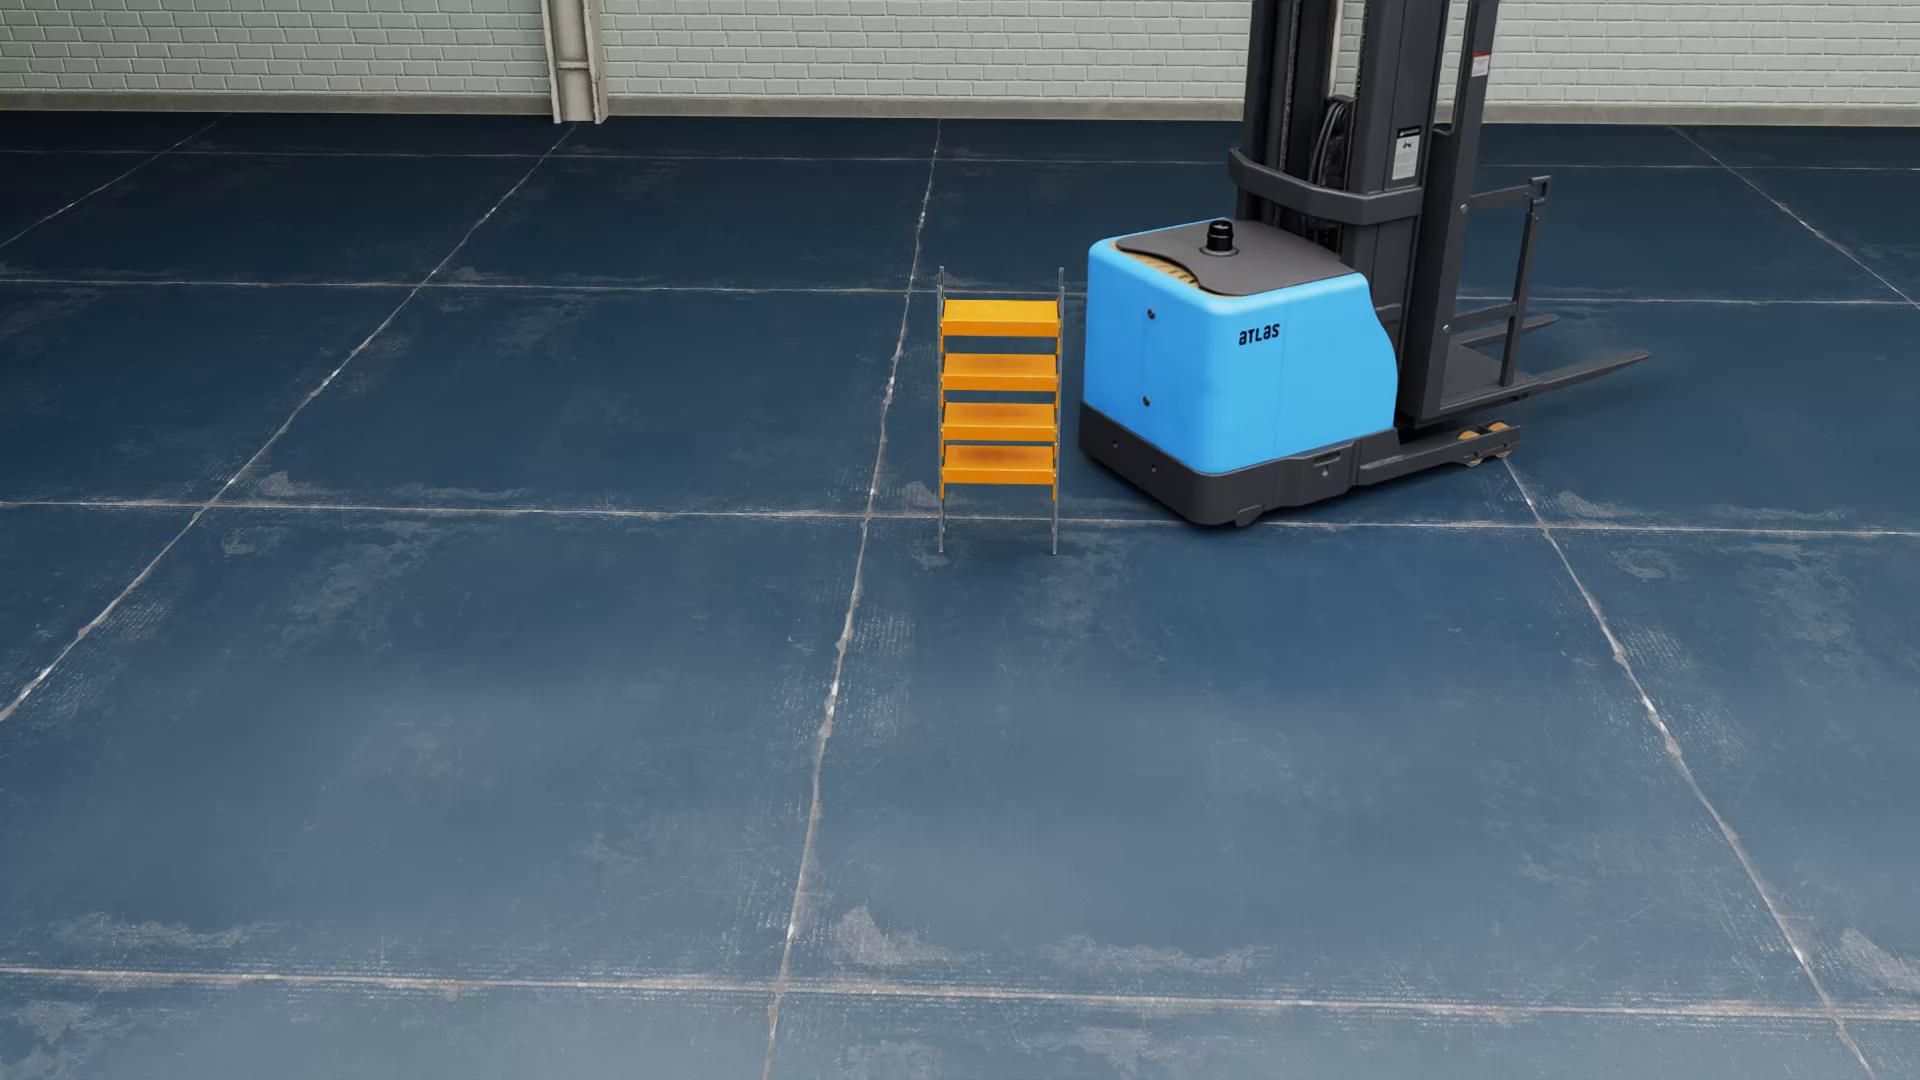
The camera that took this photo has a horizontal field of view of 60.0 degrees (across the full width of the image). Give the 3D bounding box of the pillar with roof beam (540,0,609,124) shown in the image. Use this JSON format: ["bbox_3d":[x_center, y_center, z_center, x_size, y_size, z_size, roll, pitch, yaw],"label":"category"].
[{"bbox_3d":[-3.311,-5.479,7.978,0.400,9.000,9.100,1,28,2],"label":"pillar with roof beam"}]

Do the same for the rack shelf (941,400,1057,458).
[{"bbox_3d":[0.165,-0.468,6.995,0.480,0.148,0.258,1,28,2],"label":"rack shelf"}]

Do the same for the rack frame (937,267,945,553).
[{"bbox_3d":[-0.078,-0.531,6.971,0.015,1.200,0.240,1,28,2],"label":"rack frame"}]

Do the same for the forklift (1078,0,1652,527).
[{"bbox_3d":[2.101,-1.844,7.598,3.031,2.935,1.130,-15,31,-26],"label":"forklift"}]

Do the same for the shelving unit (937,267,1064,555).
[{"bbox_3d":[0.165,-0.527,6.964,0.503,1.200,0.258,1,28,2],"label":"shelving unit"}]

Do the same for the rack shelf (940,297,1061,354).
[{"bbox_3d":[0.165,-0.875,6.780,0.480,0.148,0.258,1,28,2],"label":"rack shelf"}]

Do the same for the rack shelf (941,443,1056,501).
[{"bbox_3d":[0.165,-0.293,7.088,0.480,0.148,0.258,1,28,2],"label":"rack shelf"}]

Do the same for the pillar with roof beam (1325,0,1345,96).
[{"bbox_3d":[2.686,-5.380,7.791,0.400,9.000,9.100,1,28,2],"label":"pillar with roof beam"}]

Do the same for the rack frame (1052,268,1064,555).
[{"bbox_3d":[0.409,-0.523,6.956,0.015,1.200,0.240,1,28,2],"label":"rack frame"}]

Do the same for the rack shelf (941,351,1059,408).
[{"bbox_3d":[0.165,-0.666,6.891,0.480,0.148,0.258,1,28,2],"label":"rack shelf"}]
